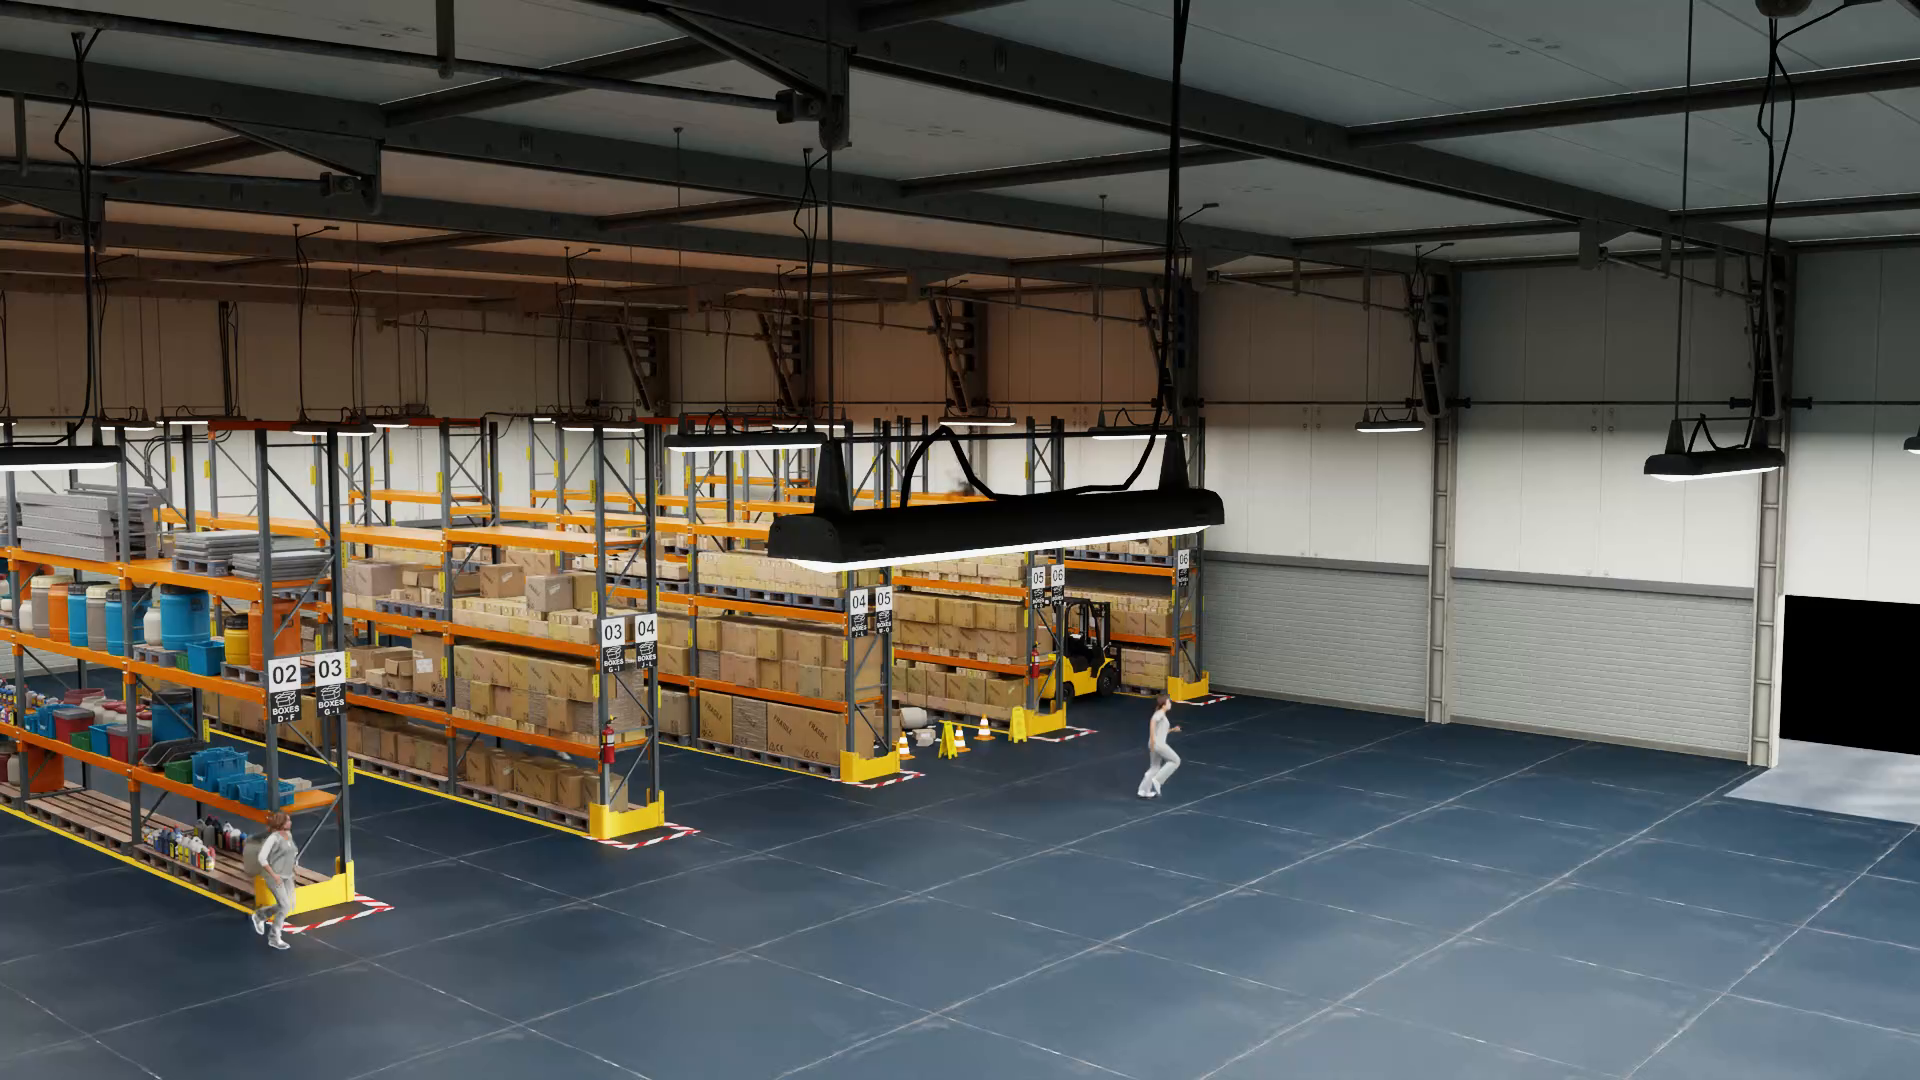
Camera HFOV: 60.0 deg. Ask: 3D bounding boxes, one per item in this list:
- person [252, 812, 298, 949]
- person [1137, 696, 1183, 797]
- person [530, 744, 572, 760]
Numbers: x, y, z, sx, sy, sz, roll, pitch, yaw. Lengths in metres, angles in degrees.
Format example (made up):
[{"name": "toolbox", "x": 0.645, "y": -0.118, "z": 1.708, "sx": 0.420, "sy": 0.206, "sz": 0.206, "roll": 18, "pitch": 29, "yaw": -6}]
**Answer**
[{"name": "person", "x": -8.018, "y": 3.969, "z": 19.460, "sx": 0.539, "sy": 1.525, "sz": 0.582, "roll": 1, "pitch": 5, "yaw": 10}, {"name": "person", "x": 3.198, "y": 3.296, "z": 26.534, "sx": 0.742, "sy": 1.616, "sz": 0.598, "roll": 0, "pitch": 5, "yaw": -2}, {"name": "person", "x": -7.373, "y": 3.058, "z": 29.645, "sx": 1.108, "sy": 1.664, "sz": 0.548, "roll": 4, "pitch": 6, "yaw": 37}]
